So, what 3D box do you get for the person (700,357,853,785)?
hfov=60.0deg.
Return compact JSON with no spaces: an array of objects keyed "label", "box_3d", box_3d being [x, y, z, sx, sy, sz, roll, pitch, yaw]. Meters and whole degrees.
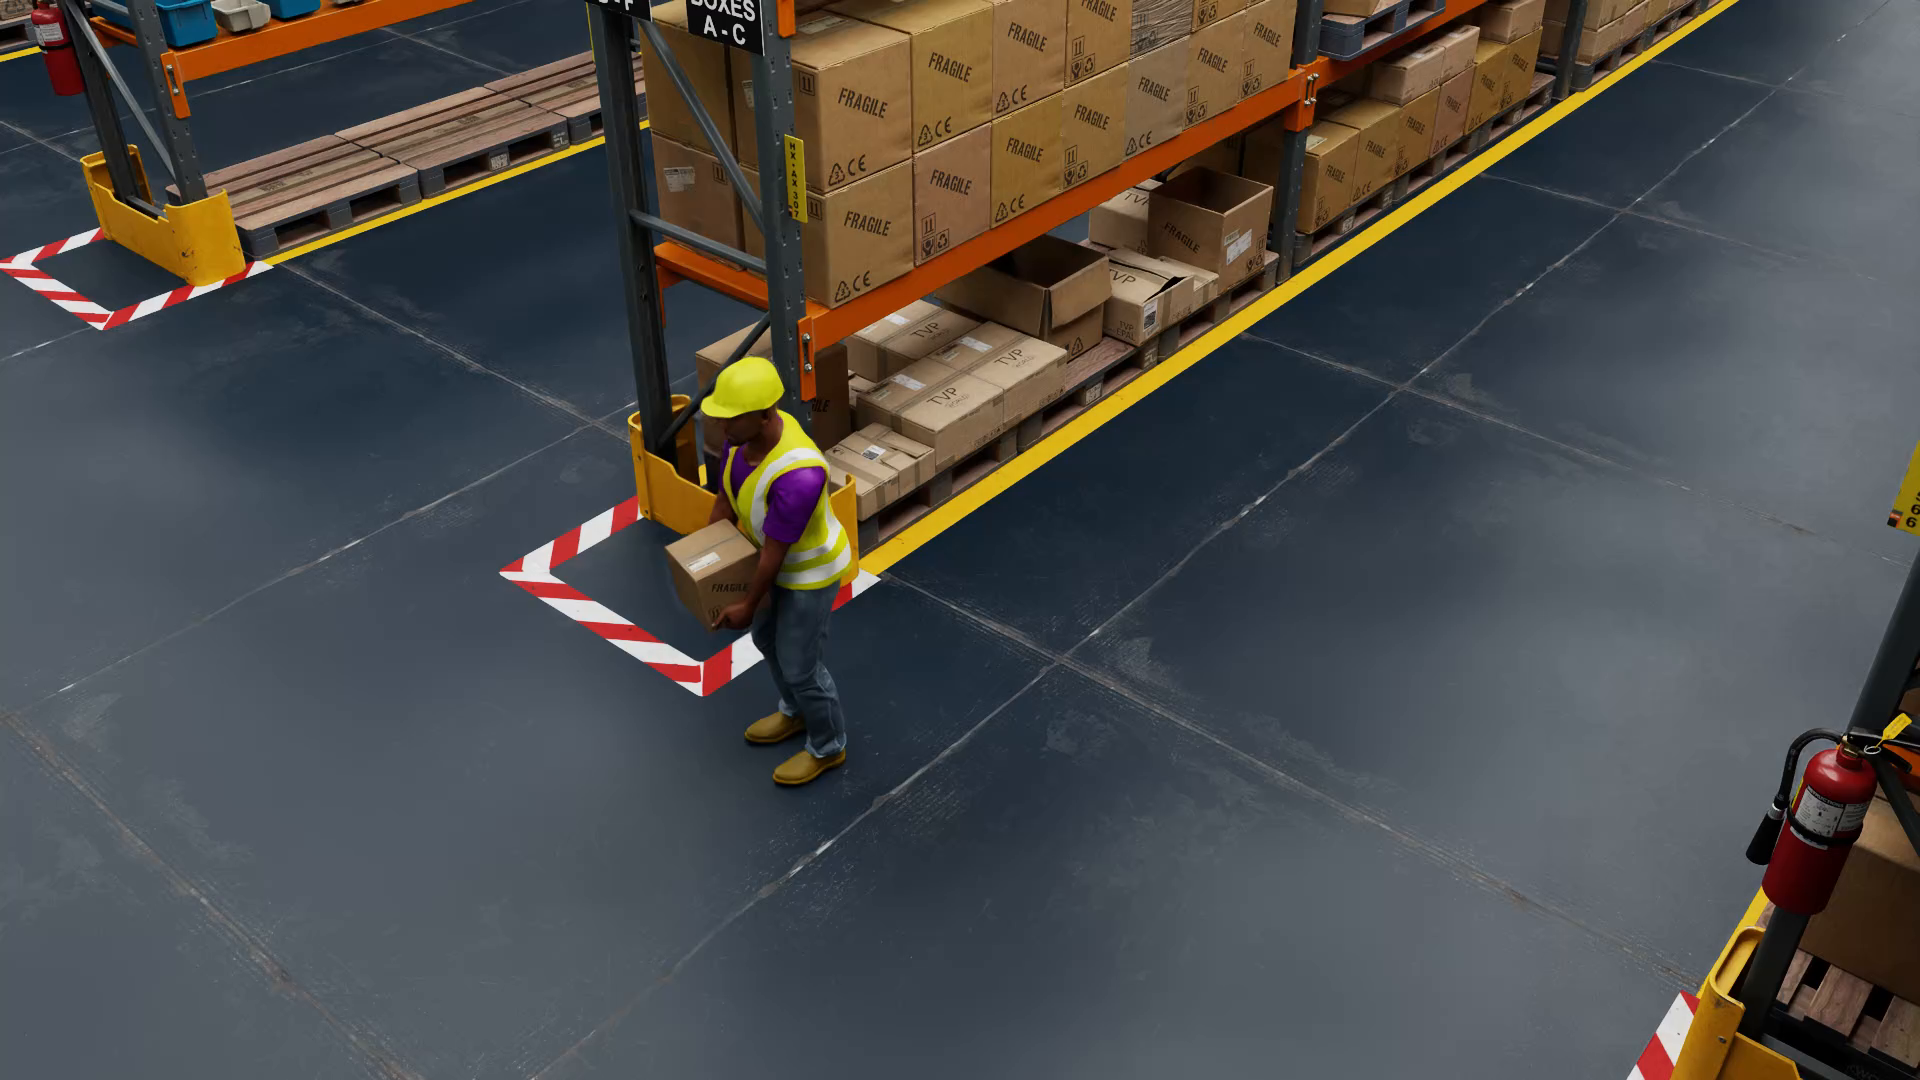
[{"label":"person","box_3d":[-0.685,0.126,5.959,0.583,1.745,0.503,-19,39,-25]}]
